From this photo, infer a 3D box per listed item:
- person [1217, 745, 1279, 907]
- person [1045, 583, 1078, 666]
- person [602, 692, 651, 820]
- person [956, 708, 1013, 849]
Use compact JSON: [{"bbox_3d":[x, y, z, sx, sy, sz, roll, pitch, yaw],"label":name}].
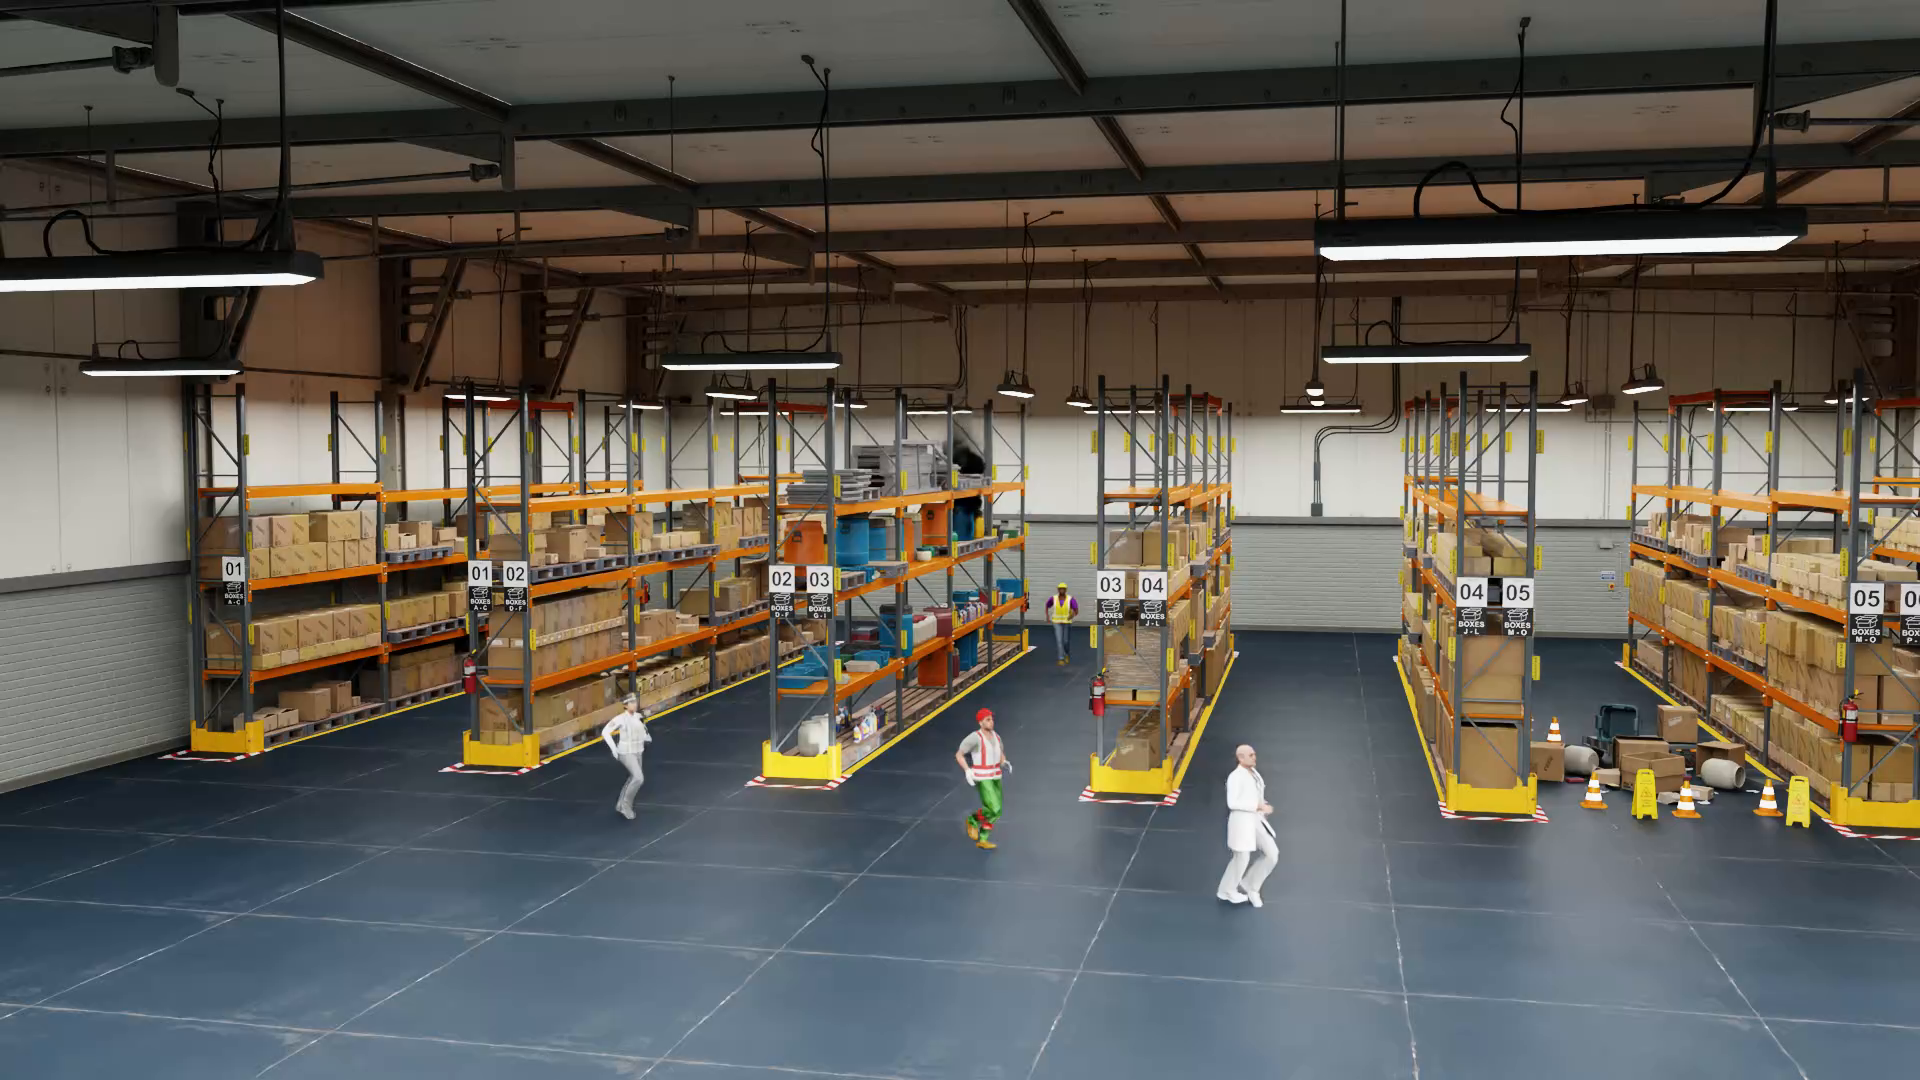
[{"bbox_3d":[3.125,3.101,17.932,0.754,1.796,0.677,3,5,44],"label":"person"},{"bbox_3d":[2.176,1.806,35.709,0.731,1.770,0.830,0,3,5],"label":"person"},{"bbox_3d":[-4.392,2.886,22.254,0.677,1.695,0.581,2,4,32],"label":"person"},{"bbox_3d":[0.354,2.955,20.556,0.582,1.737,0.656,3,5,45],"label":"person"}]
